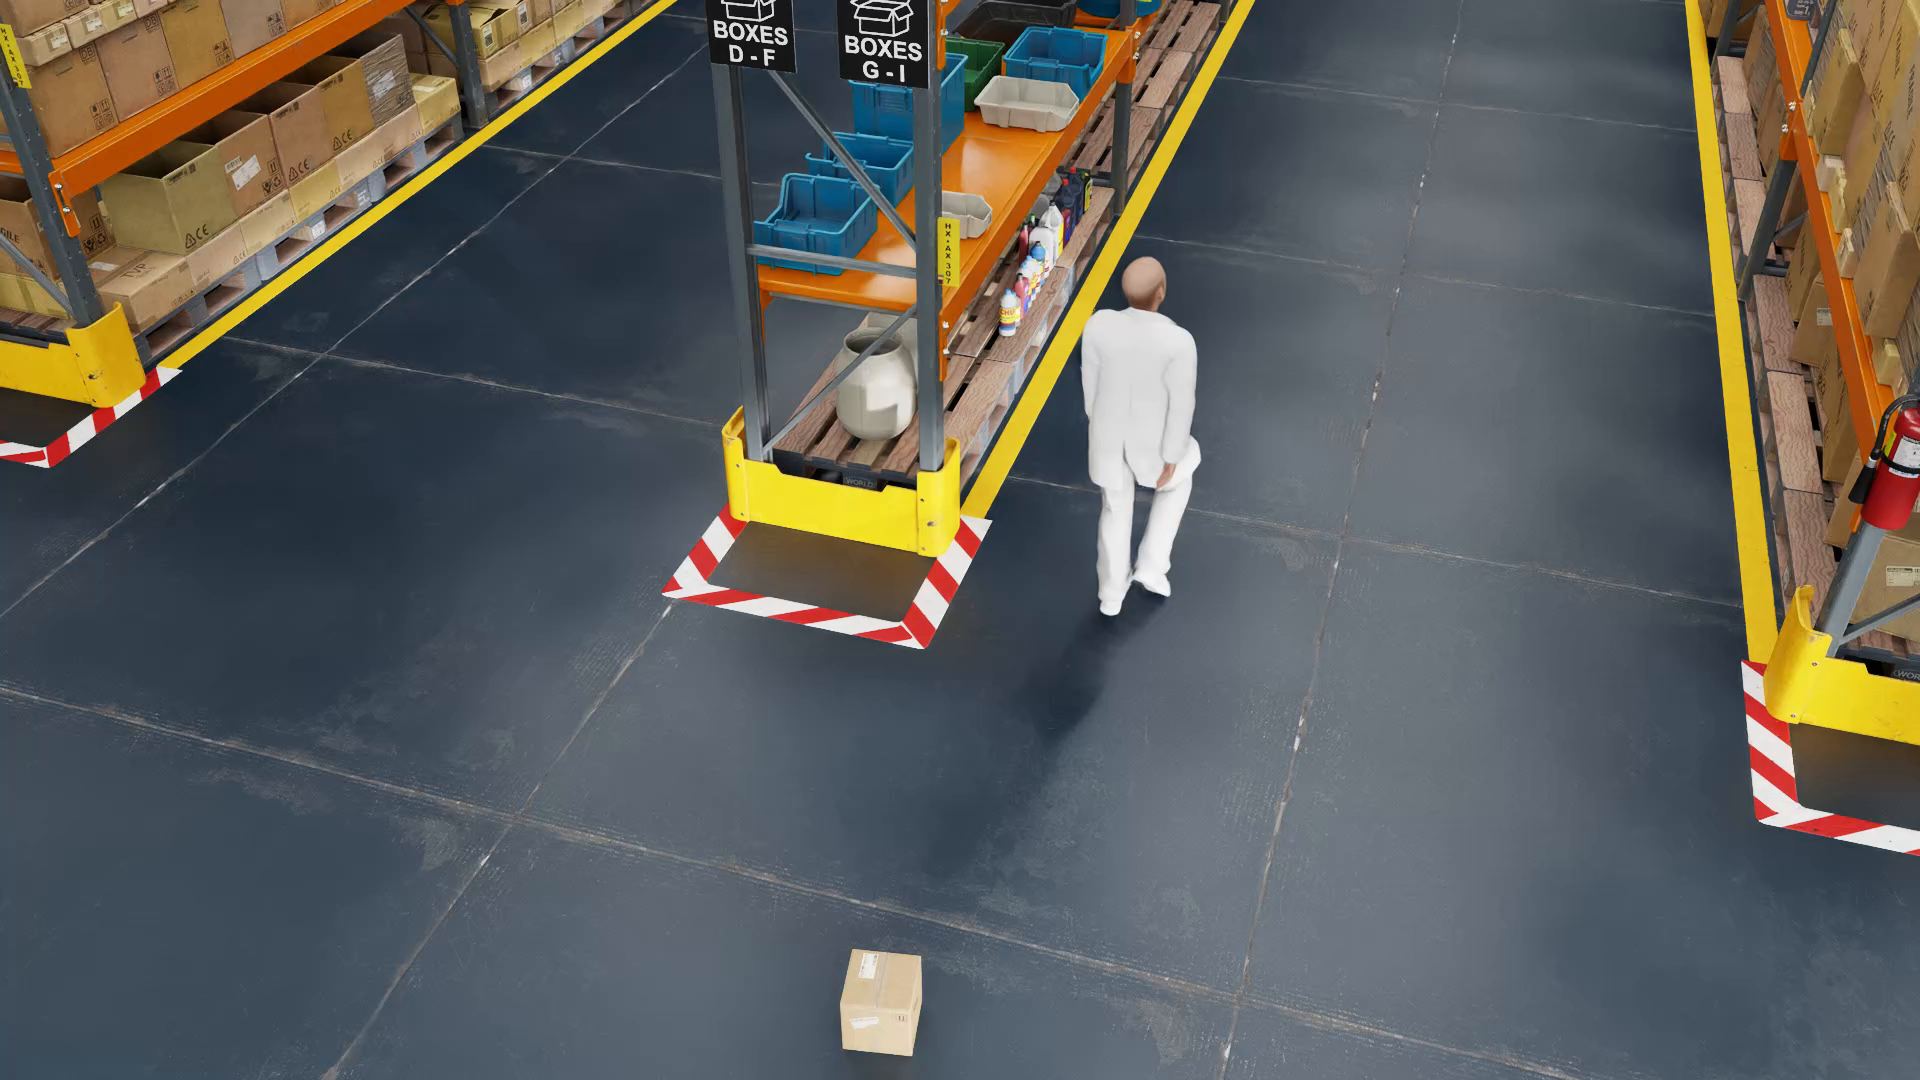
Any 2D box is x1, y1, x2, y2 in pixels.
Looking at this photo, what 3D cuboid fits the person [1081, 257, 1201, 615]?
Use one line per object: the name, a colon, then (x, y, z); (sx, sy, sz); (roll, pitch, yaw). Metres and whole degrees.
person: (0.802, -0.460, 7.525); (0.565, 1.827, 0.529); (15, 39, 19)
